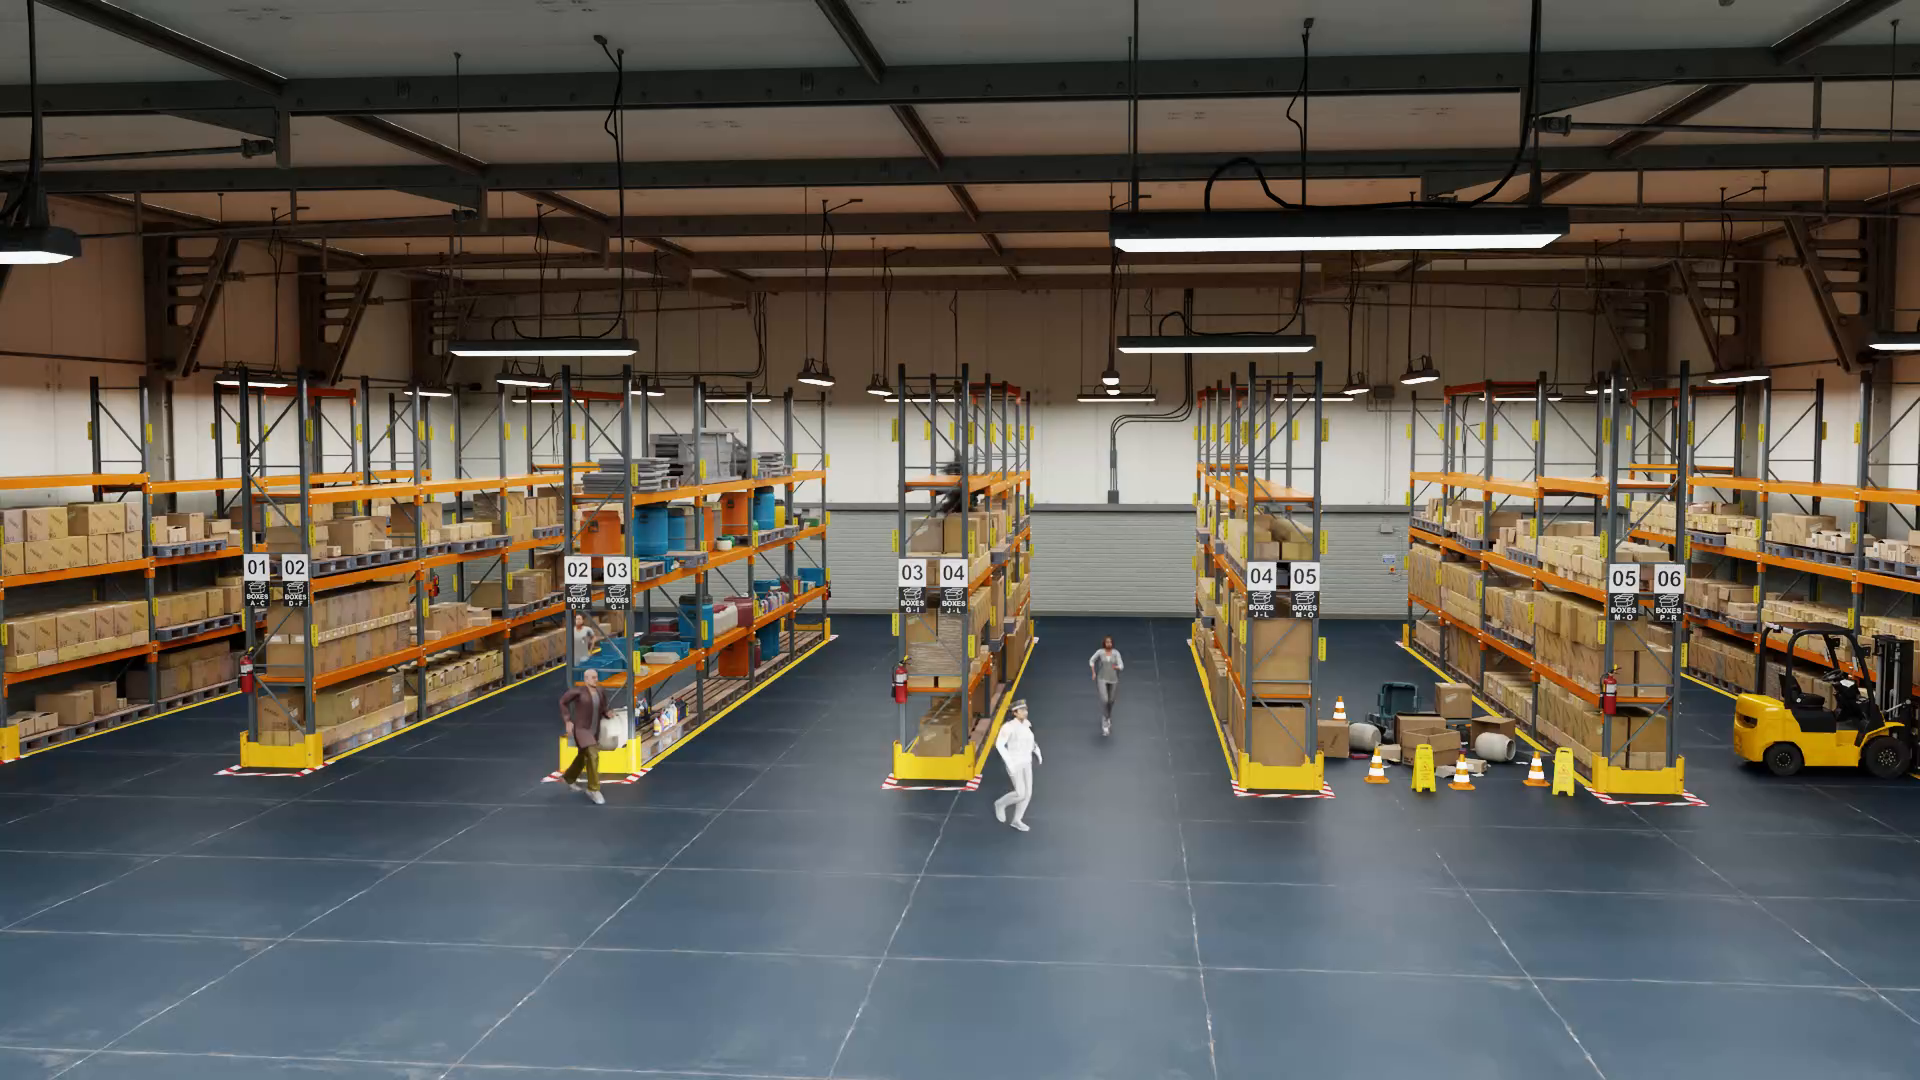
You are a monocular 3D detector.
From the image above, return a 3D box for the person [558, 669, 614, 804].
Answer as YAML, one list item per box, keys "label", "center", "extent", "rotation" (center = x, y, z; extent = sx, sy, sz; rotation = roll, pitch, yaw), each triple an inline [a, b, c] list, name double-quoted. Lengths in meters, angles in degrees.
- label: "person"
  center: [-5.128, 2.666, 22.772]
  extent: [0.987, 1.827, 0.625]
  rotation: [2, 4, 30]

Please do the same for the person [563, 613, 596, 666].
- label: "person"
  center: [-7.035, 2.197, 30.743]
  extent: [0.552, 1.713, 0.807]
  rotation: [0, 4, -1]

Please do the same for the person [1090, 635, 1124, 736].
- label: "person"
  center: [2.456, 2.406, 27.794]
  extent: [0.515, 1.634, 0.760]
  rotation: [-1, 4, -9]

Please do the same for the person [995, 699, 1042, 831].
- label: "person"
  center: [0.731, 2.827, 21.073]
  extent: [0.636, 1.669, 0.548]
  rotation: [-4, 5, -45]
